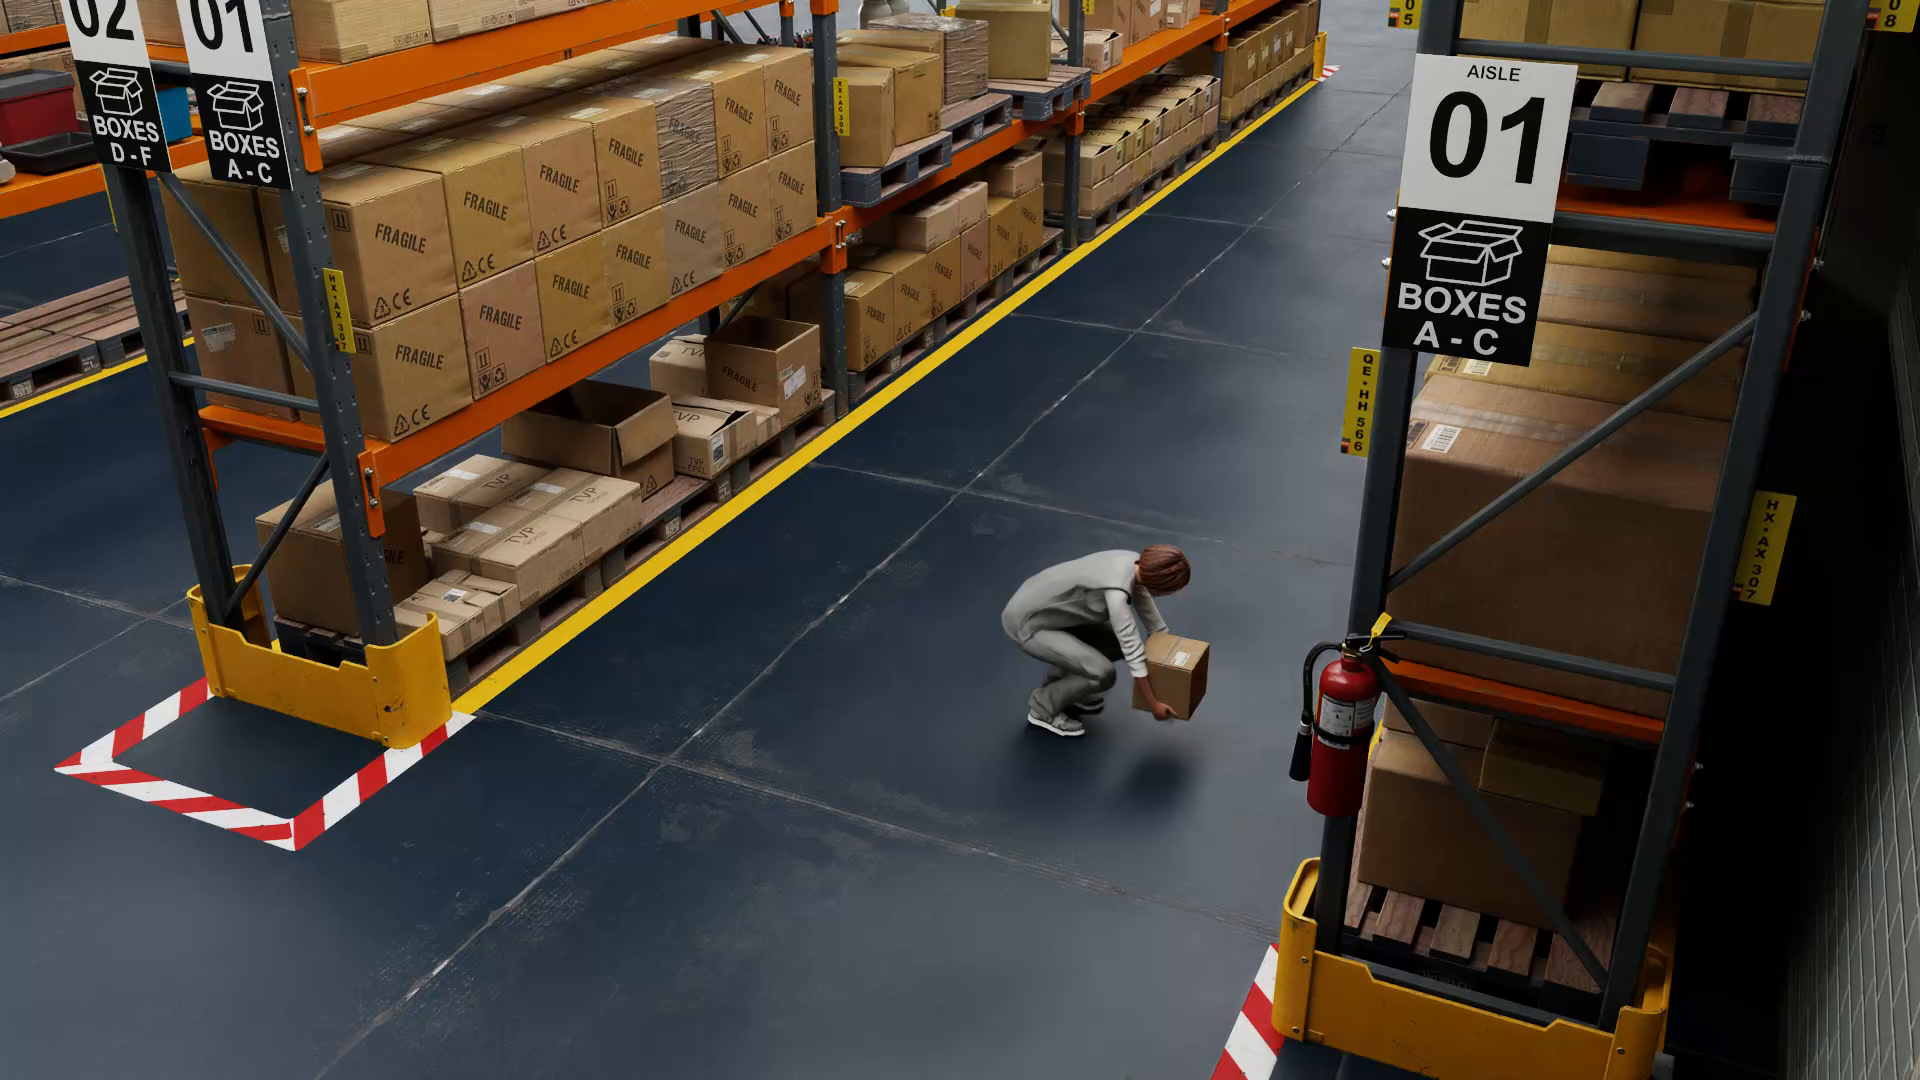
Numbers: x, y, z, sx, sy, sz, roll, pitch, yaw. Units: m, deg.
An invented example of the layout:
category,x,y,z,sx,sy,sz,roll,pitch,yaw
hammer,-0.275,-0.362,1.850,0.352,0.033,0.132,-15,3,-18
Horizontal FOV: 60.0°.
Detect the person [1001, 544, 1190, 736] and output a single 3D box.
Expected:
category,x,y,z,sx,sy,sz,roll,pitch,yaw
person,0.588,0.410,7.113,0.835,0.882,0.421,11,28,21
